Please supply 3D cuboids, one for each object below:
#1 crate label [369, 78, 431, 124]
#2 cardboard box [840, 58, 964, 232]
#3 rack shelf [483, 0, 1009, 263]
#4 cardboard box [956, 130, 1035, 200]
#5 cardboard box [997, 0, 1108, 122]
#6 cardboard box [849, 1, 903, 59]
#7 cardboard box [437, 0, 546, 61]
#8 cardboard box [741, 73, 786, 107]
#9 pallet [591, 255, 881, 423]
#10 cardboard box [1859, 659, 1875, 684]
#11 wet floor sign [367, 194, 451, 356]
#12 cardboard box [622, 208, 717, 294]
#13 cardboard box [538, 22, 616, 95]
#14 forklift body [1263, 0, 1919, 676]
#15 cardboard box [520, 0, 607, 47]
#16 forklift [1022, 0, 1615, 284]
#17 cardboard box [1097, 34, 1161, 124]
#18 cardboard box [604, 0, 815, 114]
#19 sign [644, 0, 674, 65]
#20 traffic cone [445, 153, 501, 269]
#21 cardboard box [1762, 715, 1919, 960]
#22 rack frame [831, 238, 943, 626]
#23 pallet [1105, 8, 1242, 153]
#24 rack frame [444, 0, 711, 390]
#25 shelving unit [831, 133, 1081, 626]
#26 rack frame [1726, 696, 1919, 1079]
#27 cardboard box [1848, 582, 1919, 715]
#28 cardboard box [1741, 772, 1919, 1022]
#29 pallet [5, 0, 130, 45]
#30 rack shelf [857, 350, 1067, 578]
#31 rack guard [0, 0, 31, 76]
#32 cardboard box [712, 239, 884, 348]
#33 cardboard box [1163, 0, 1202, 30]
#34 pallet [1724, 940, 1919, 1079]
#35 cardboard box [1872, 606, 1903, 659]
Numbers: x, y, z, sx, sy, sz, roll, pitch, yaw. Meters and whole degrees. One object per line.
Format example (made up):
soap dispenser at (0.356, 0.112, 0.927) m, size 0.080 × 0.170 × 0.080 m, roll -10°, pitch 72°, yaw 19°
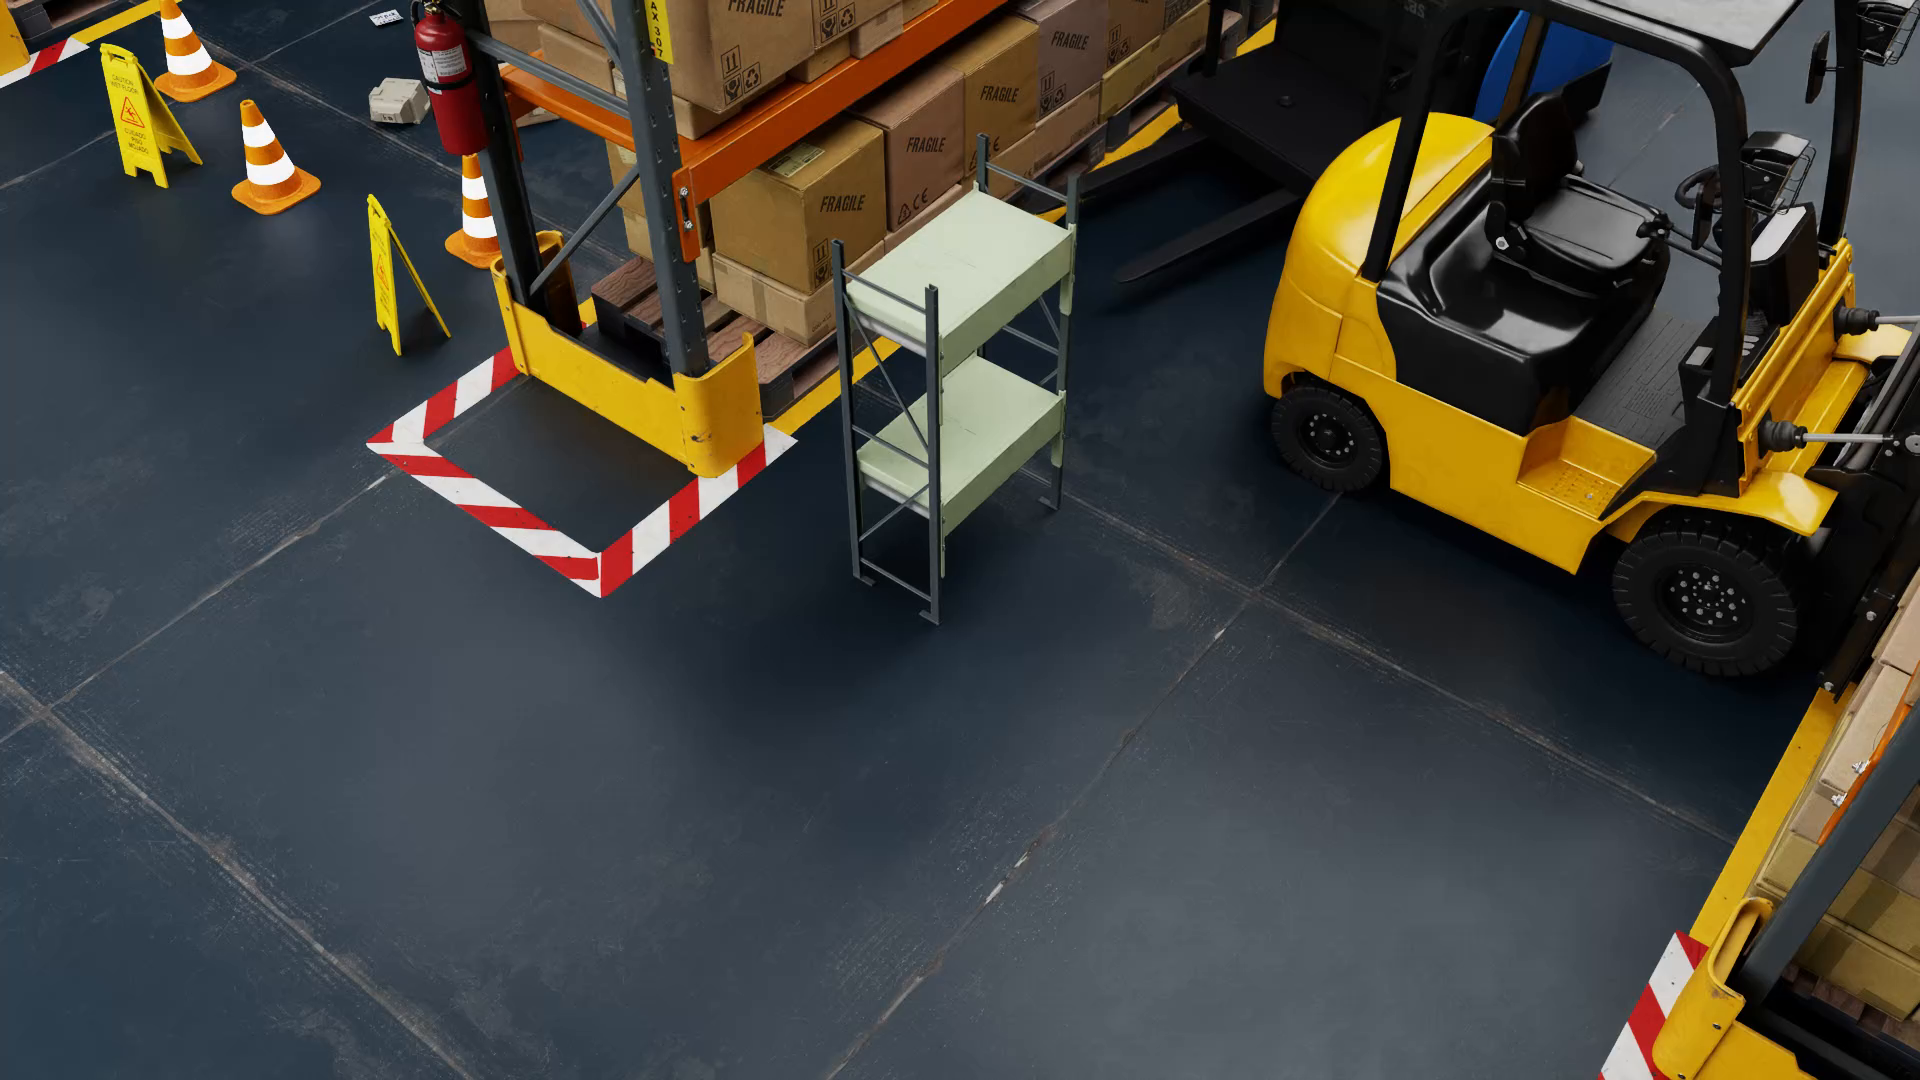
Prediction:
crate label at (-2.782, -2.171, 8.230) m, size 0.250 × 0.136 × 0.298 m, roll 6°, pitch 47°, yaw 5°
cardboard box at (-0.327, -1.679, 6.872) m, size 0.500 × 0.500 × 0.500 m, roll 27°, pitch 52°, yaw 24°
rack shelf at (-0.146, -2.466, 7.029) m, size 1.077 × 0.370 × 4.000 m, roll 29°, pitch 53°, yaw 25°
cardboard box at (-0.015, -1.712, 7.422) m, size 0.500 × 0.250 × 0.500 m, roll 33°, pitch 54°, yaw 27°
cardboard box at (0.307, -2.272, 7.439) m, size 0.500 × 0.500 × 0.500 m, roll 32°, pitch 54°, yaw 27°
cardboard box at (-0.436, -1.978, 6.239) m, size 0.380 × 0.149 × 0.250 m, roll 30°, pitch 53°, yaw 26°
cardboard box at (-2.298, -2.832, 8.608) m, size 0.797 × 0.503 × 0.637 m, roll -2°, pitch 46°, yaw -2°
cardboard box at (-0.854, -1.737, 6.009) m, size 0.380 × 0.149 × 0.250 m, roll 30°, pitch 53°, yaw 26°
pallet at (-0.798, -1.100, 7.155) m, size 1.003 × 0.211 × 1.213 m, roll 29°, pitch 53°, yaw 25°
cardboard box at (3.223, 0.455, 5.352) m, size 0.500 × 0.250 × 0.500 m, roll 30°, pitch 53°, yaw 25°
wet floor sign at (-2.332, -1.121, 6.875) m, size 0.232 × 0.644 × 0.267 m, roll -25°, pitch 51°, yaw -22°
cardboard box at (-1.073, -1.361, 7.087) m, size 0.500 × 0.250 × 0.500 m, roll 29°, pitch 53°, yaw 25°
cardboard box at (-1.310, -1.792, 6.061) m, size 0.380 × 0.149 × 0.250 m, roll 31°, pitch 54°, yaw 26°
forklift body at (2.277, -0.977, 5.695) m, size 2.313 × 2.155 × 1.214 m, roll 29°, pitch 53°, yaw 25°
cardboard box at (-1.255, -2.140, 5.945) m, size 0.500 × 0.500 × 0.500 m, roll 28°, pitch 53°, yaw 24°
forklift at (1.682, -2.785, 6.883) m, size 3.031 × 2.935 × 1.130 m, roll -28°, pitch 53°, yaw -24°
cardboard box at (0.610, -2.288, 7.973) m, size 0.500 × 0.250 × 0.500 m, roll 28°, pitch 52°, yaw 24°
cardboard box at (-0.860, -1.856, 5.674) m, size 0.500 × 0.500 × 0.500 m, roll 28°, pitch 53°, yaw 24°
sign at (-0.940, -1.630, 5.134) m, size 0.100 × 0.325 × 0.005 m, roll 29°, pitch 53°, yaw 25°
traffic cone at (-2.127, -1.510, 7.373) m, size 0.336 × 0.463 × 0.334 m, roll 29°, pitch 53°, yaw 25°
cardboard box at (2.611, 0.837, 4.641) m, size 0.500 × 0.250 × 0.500 m, roll 29°, pitch 53°, yaw 25°
rack frame at (-0.228, -0.305, 5.504) m, size 0.400 × 1.500 × 0.023 m, roll 29°, pitch 53°, yaw 25°
pallet at (0.694, -2.496, 8.488) m, size 1.003 × 0.211 × 1.213 m, roll 29°, pitch 53°, yaw 25°
rack frame at (-1.369, -1.570, 5.676) m, size 1.000 × 3.000 × 0.127 m, roll 29°, pitch 53°, yaw 25°
shelving unit at (-0.004, -0.514, 5.704) m, size 0.431 × 1.500 × 0.755 m, roll 29°, pitch 53°, yaw 25°
rack frame at (2.561, 0.622, 3.582) m, size 1.000 × 3.000 × 0.127 m, roll 29°, pitch 53°, yaw 25°
cardboard box at (2.903, 0.385, 4.727) m, size 0.500 × 0.250 × 0.500 m, roll 30°, pitch 53°, yaw 26°
cardboard box at (2.598, 1.018, 4.814) m, size 0.500 × 0.250 × 0.500 m, roll 30°, pitch 53°, yaw 25°
pallet at (-4.921, -3.230, 9.189) m, size 1.003 × 0.211 × 1.213 m, roll 29°, pitch 53°, yaw 25°
rack shelf at (-0.004, -0.289, 5.940) m, size 0.431 × 0.370 × 0.720 m, roll 29°, pitch 53°, yaw 25°
rack guard at (-5.363, -2.824, 8.602) m, size 1.175 × 0.500 × 0.348 m, roll 29°, pitch 53°, yaw 25°
cardboard box at (-0.657, -1.105, 6.842) m, size 0.500 × 0.250 × 0.500 m, roll 29°, pitch 53°, yaw 25°
cardboard box at (0.927, -2.856, 7.997) m, size 0.500 × 0.500 × 0.500 m, roll 28°, pitch 53°, yaw 25°
pallet at (2.996, 1.129, 5.025) m, size 1.003 × 0.211 × 1.213 m, roll 29°, pitch 53°, yaw 25°
cardboard box at (3.226, 0.250, 5.202) m, size 0.500 × 0.250 × 0.500 m, roll 28°, pitch 52°, yaw 24°
